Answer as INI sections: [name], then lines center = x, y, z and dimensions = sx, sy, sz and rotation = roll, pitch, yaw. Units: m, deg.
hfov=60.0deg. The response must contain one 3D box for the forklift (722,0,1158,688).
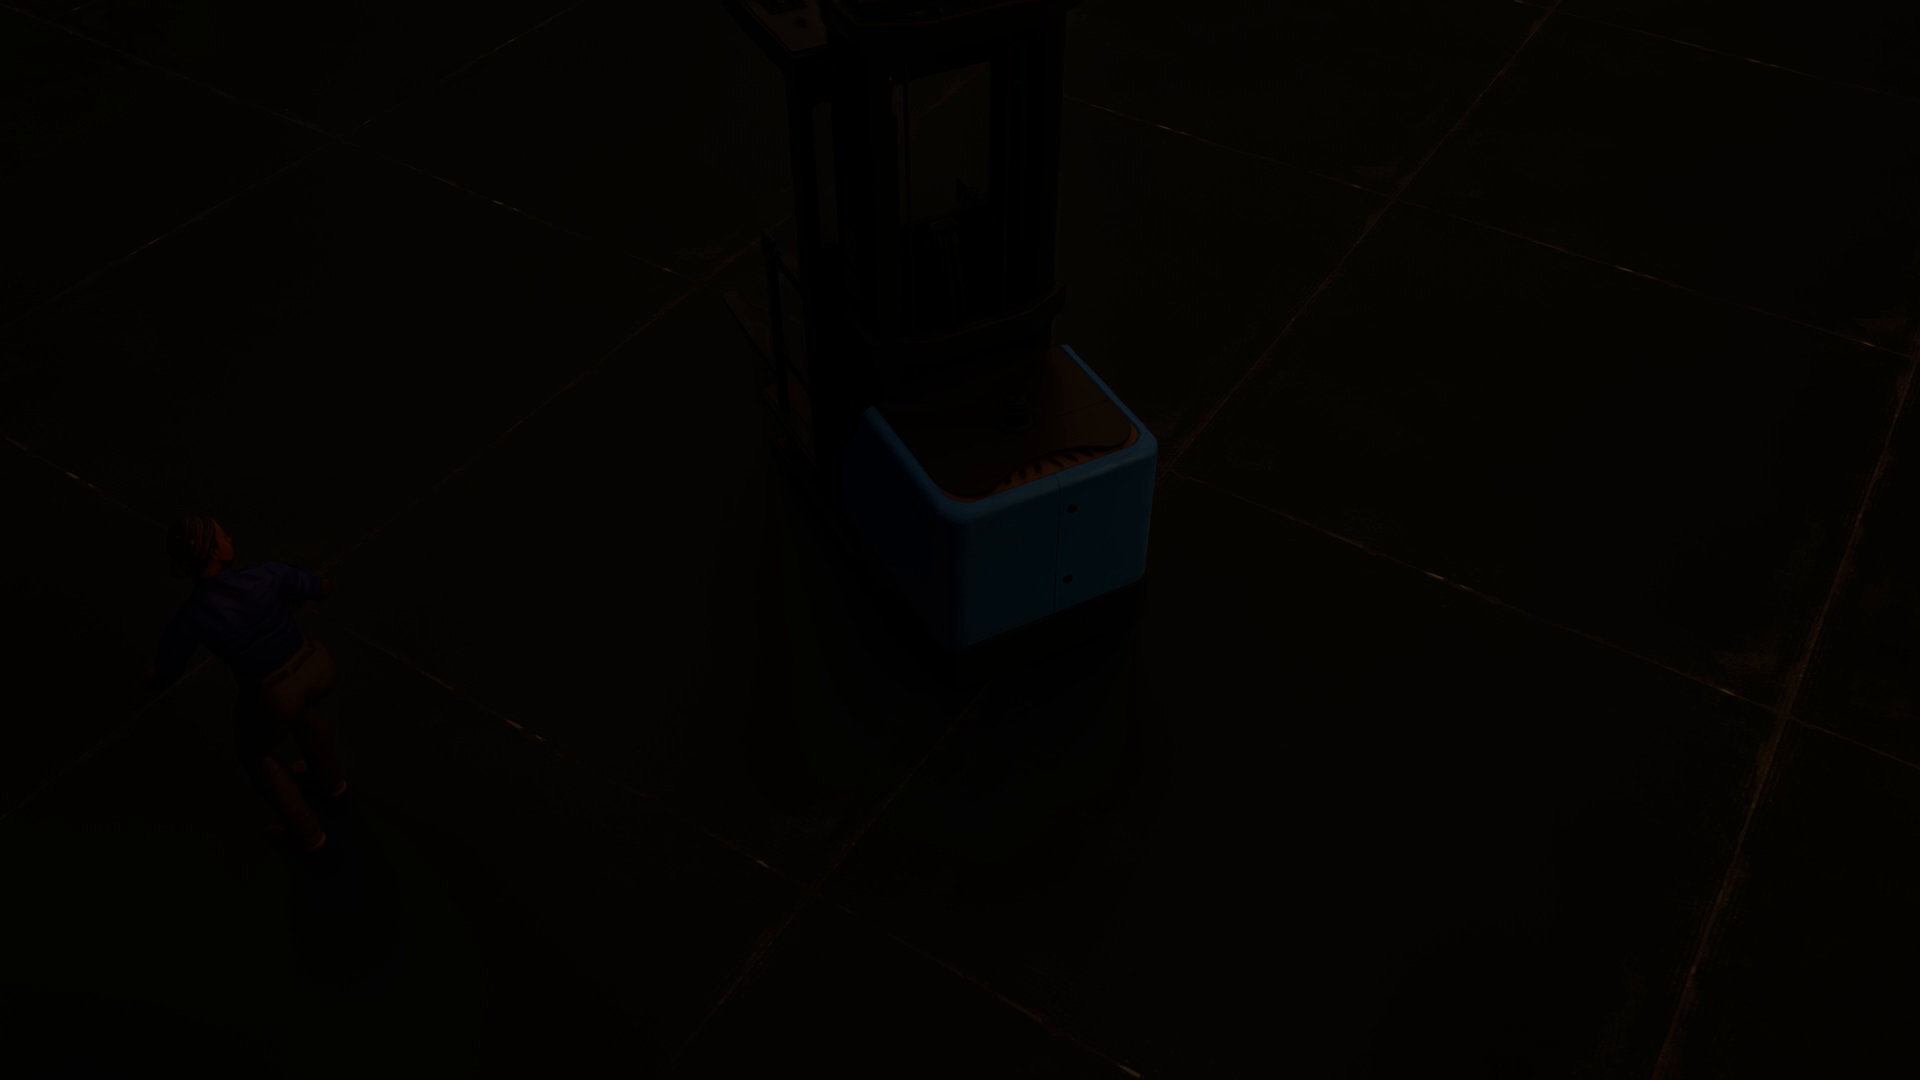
[forklift]
center = -0.295, -1.434, 7.361
dimensions = 1.130, 2.935, 3.031
rotation = -20, 47, -20

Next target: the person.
[person]
center = -2.683, 0.512, 6.314
dimensions = 0.587, 1.614, 0.692
rotation = 29, 50, 27
